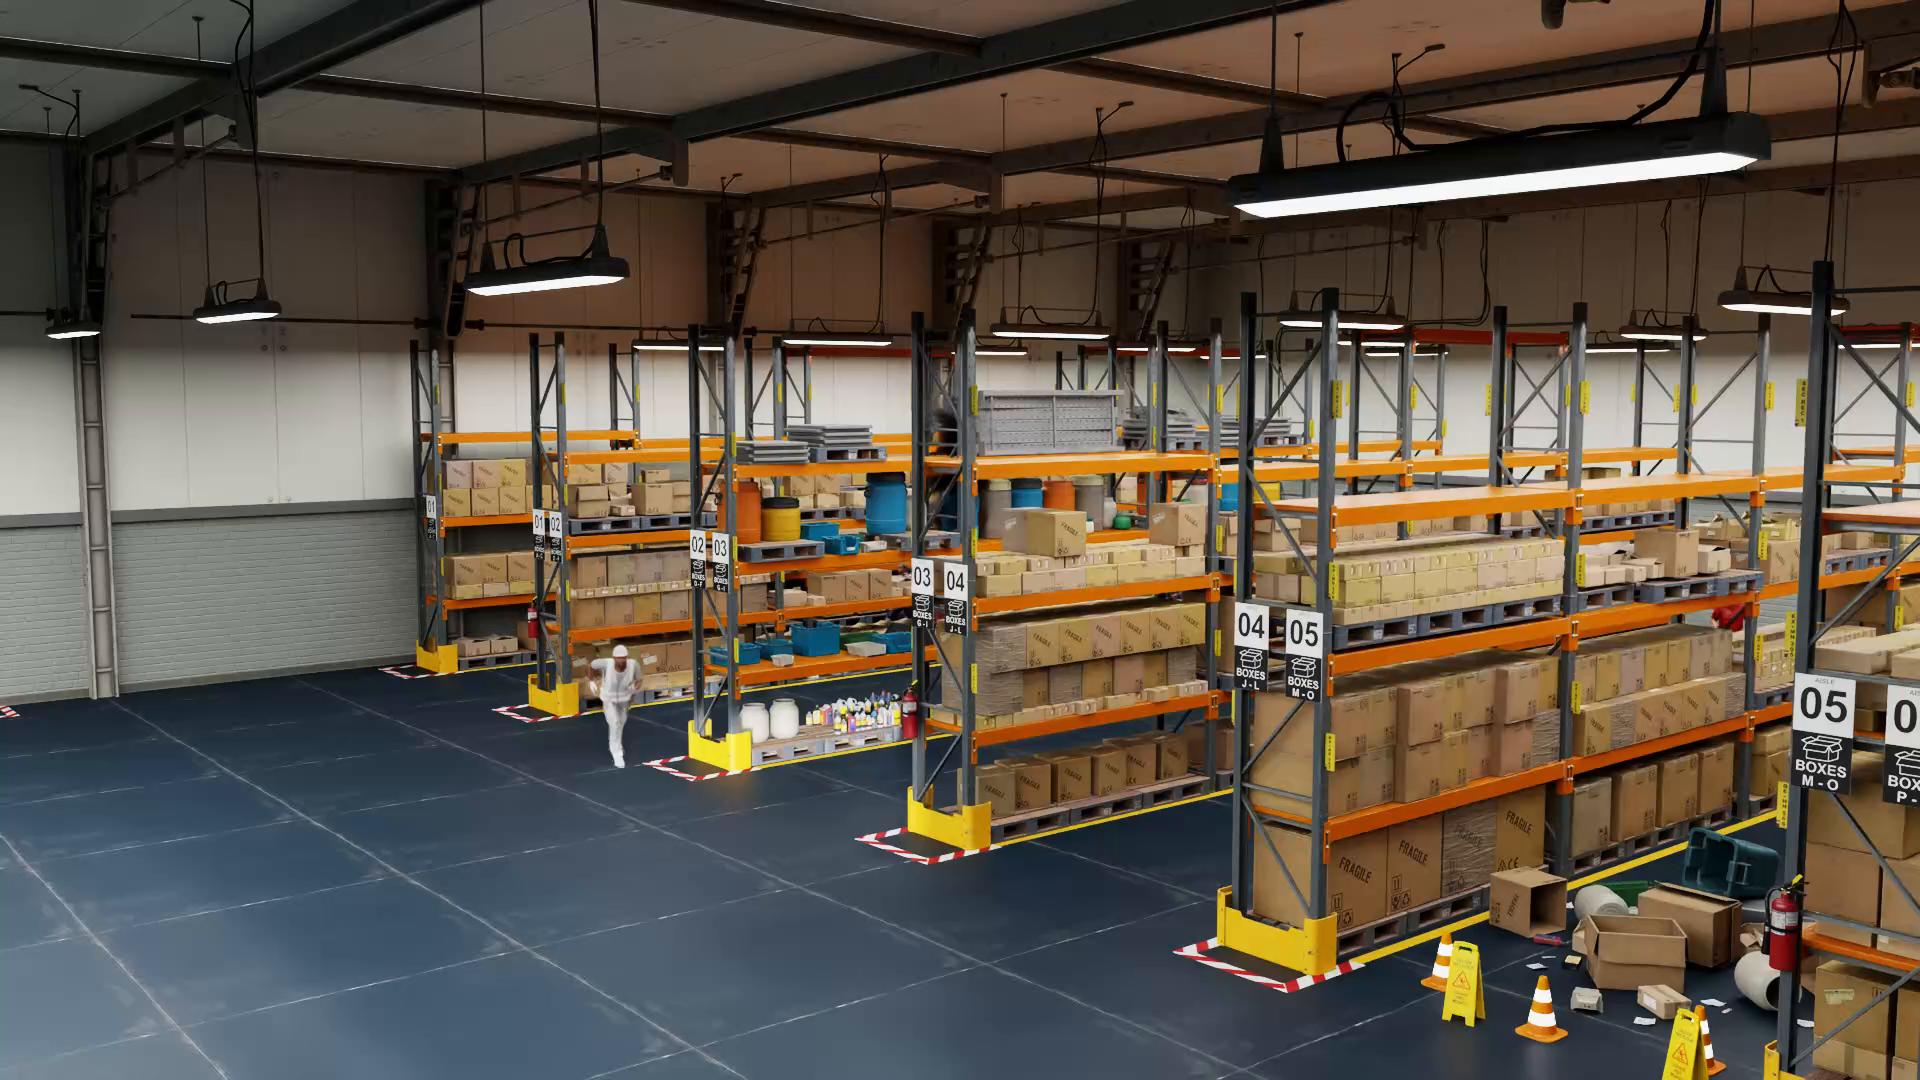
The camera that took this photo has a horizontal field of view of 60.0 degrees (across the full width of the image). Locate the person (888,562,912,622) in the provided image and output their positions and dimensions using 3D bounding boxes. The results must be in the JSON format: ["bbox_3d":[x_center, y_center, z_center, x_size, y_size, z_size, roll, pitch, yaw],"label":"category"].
[{"bbox_3d":[-1.116,1.270,33.506,0.785,1.665,0.524,-5,7,-44],"label":"person"}]

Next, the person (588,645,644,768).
[{"bbox_3d":[-4.733,2.247,22.811,0.725,1.730,1.026,-2,6,-21],"label":"person"}]

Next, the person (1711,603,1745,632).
[{"bbox_3d":[13.339,1.676,28.740,0.670,1.658,0.551,1,5,15],"label":"person"}]
